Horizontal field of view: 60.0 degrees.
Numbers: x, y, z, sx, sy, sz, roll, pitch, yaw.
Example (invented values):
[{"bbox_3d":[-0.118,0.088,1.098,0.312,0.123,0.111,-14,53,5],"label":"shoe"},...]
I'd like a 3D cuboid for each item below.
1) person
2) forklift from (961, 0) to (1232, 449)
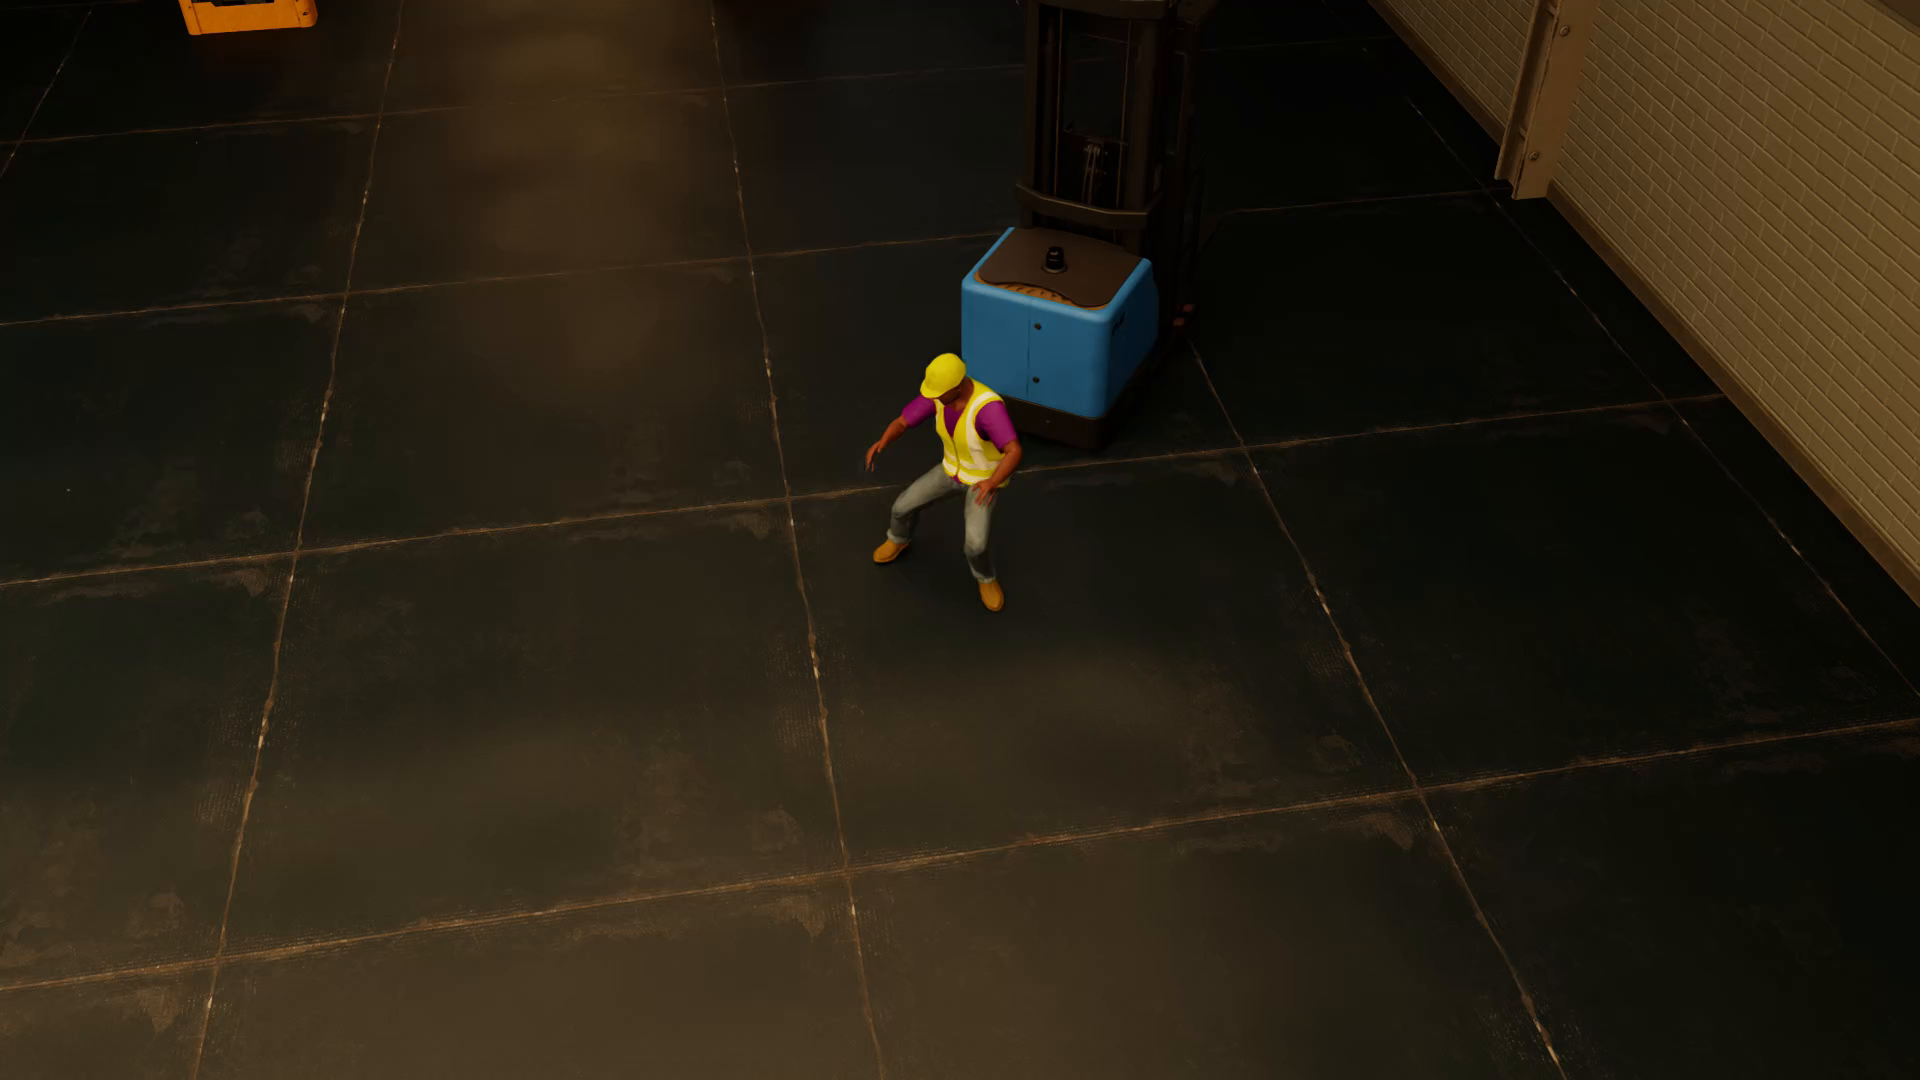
[{"bbox_3d":[-0.068,-0.331,9.427,0.786,1.539,1.026,-31,49,-32],"label":"person"},{"bbox_3d":[1.078,-2.661,11.088,1.130,2.935,3.031,17,43,19],"label":"forklift"}]
